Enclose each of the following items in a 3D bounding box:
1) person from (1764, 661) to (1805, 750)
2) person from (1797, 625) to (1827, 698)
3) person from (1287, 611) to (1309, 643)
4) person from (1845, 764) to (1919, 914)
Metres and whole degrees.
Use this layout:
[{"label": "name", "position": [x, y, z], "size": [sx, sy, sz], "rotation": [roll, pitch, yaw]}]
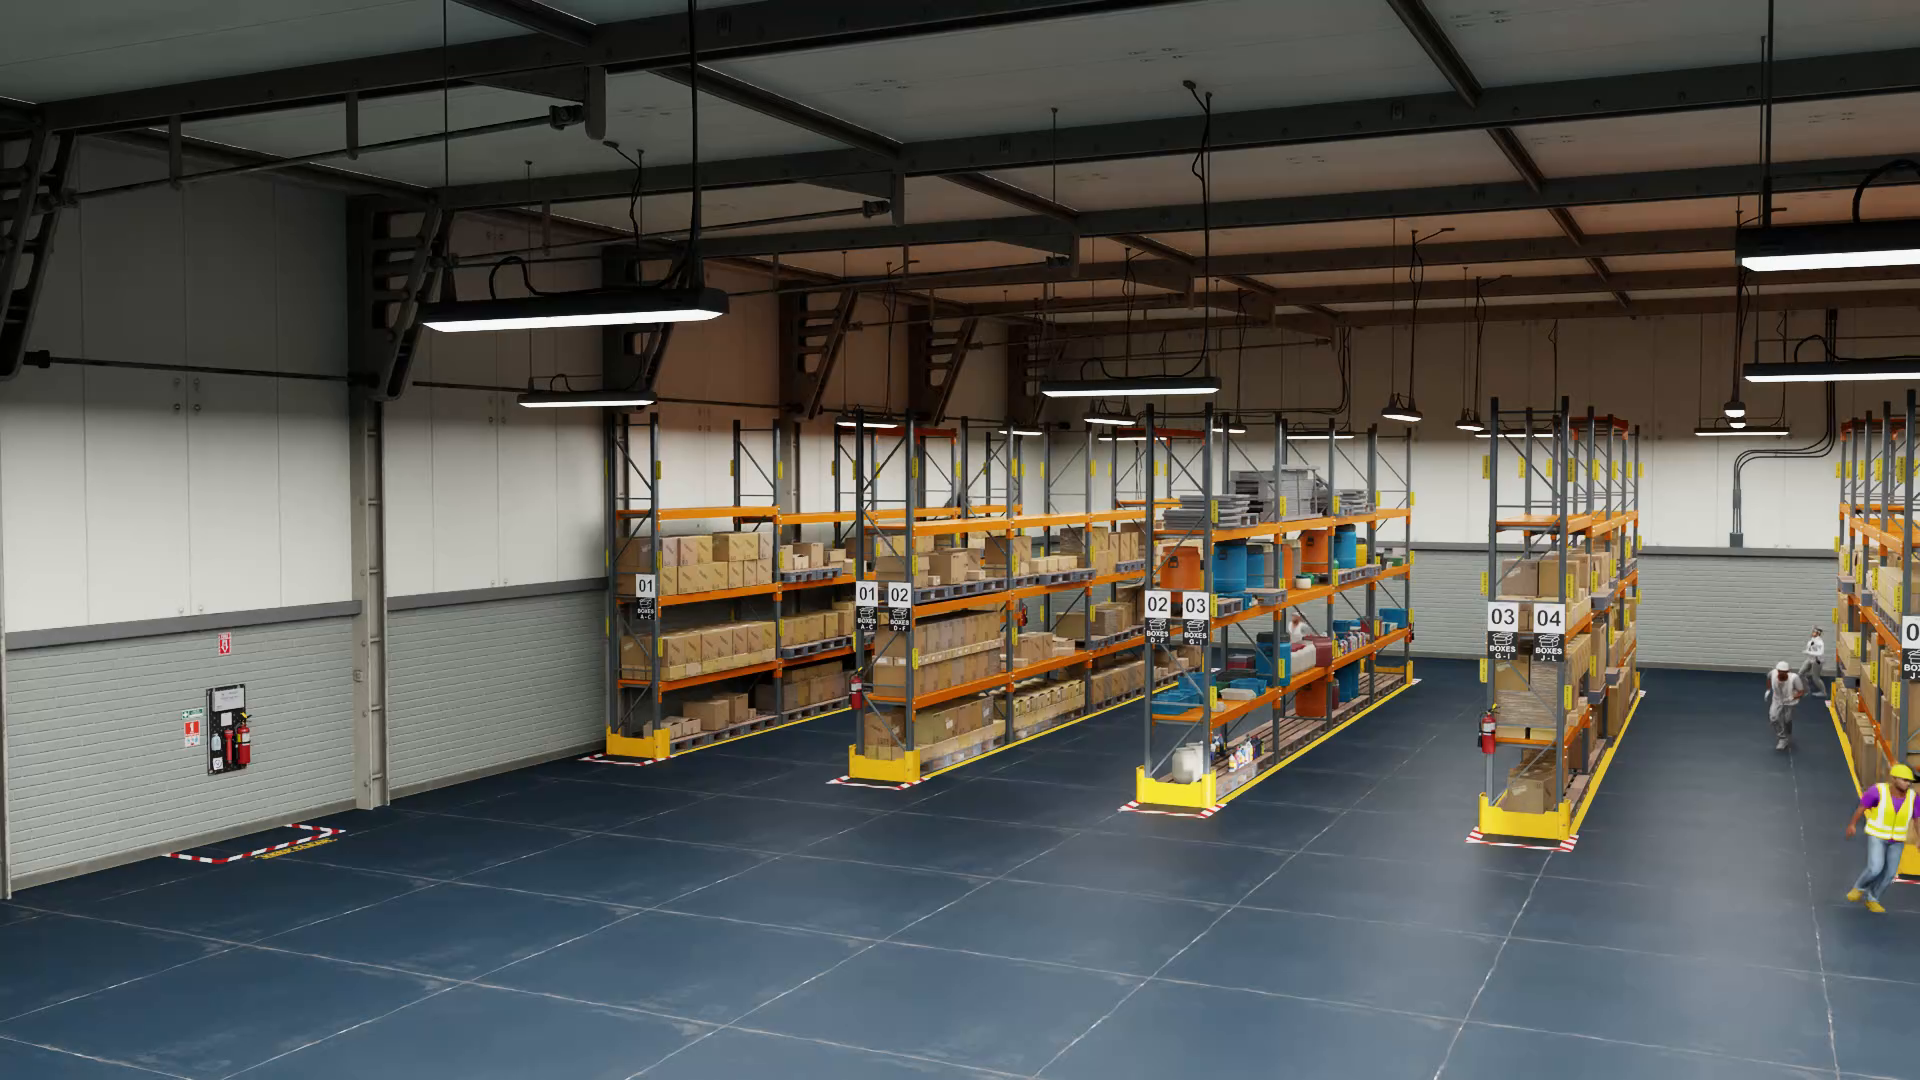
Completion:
[{"label": "person", "position": [14.913, 2.946, 30.031], "size": [0.693, 1.598, 1.130], "rotation": [2, 3, 37]}, {"label": "person", "position": [18.696, 2.675, 36.316], "size": [0.625, 1.646, 0.728], "rotation": [0, 2, 1]}, {"label": "person", "position": [7.751, 2.505, 38.299], "size": [0.591, 1.752, 0.785], "rotation": [1, 3, 30]}, {"label": "person", "position": [10.445, 3.360, 18.738], "size": [0.697, 1.726, 0.631], "rotation": [0, 2, 3]}]
